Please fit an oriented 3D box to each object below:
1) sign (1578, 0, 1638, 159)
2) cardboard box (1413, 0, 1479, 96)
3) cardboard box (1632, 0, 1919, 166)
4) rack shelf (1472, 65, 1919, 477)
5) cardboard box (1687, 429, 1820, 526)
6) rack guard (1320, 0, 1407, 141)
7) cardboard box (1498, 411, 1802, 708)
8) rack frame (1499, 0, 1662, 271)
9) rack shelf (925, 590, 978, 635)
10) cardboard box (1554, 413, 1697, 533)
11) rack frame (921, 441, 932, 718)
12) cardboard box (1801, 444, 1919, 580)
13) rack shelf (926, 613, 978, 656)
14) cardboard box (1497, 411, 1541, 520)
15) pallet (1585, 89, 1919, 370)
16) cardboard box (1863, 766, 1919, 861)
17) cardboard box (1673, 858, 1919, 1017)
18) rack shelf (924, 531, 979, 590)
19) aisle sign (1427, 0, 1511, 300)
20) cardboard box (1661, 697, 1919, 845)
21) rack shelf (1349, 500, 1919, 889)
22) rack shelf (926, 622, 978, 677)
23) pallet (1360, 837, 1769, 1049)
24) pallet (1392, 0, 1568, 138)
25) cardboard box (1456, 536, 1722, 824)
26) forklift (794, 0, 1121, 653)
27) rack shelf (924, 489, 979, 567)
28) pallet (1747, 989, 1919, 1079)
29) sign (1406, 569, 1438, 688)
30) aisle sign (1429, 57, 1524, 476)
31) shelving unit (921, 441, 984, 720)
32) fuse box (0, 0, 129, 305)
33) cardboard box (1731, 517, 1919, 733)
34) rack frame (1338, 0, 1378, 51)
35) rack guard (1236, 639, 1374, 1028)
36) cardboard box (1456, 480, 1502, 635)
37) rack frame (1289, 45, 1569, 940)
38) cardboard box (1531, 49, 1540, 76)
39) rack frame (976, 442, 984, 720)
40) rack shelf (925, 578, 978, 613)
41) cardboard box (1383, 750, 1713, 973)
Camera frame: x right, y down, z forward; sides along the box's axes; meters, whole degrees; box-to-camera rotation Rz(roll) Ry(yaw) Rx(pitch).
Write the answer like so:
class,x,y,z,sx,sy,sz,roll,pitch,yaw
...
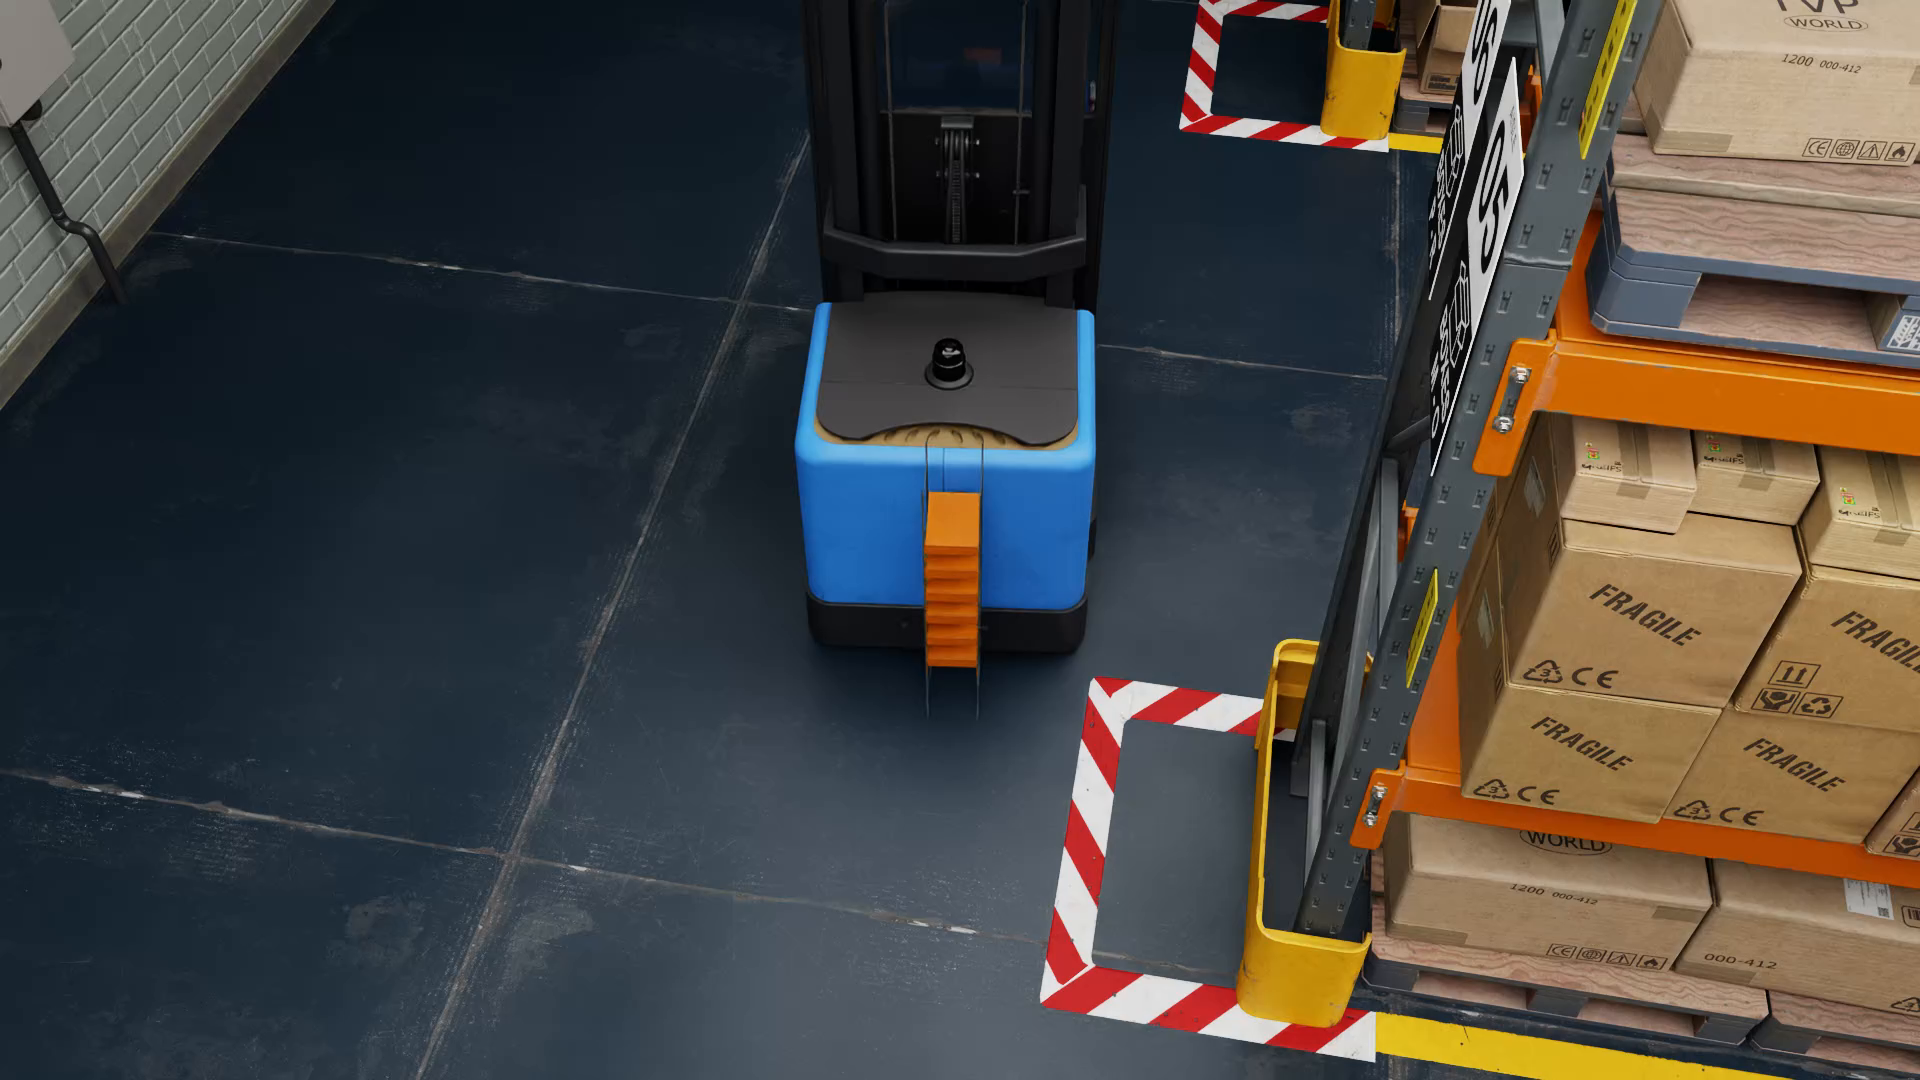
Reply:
class,x,y,z,sx,sy,sz,roll,pitch,yaw
sign,1.077,-0.796,2.763,0.005,0.325,0.100,8,49,7
cardboard box,2.646,-2.670,8.501,0.637,0.503,0.797,6,48,5
cardboard box,1.641,-1.013,3.350,0.500,0.250,0.500,4,48,3
rack shelf,3.150,-0.378,3.512,4.000,0.370,1.077,8,49,7
cardboard box,1.753,-0.233,3.739,0.250,0.149,0.380,9,49,8
rack guard,2.136,-2.669,8.784,0.348,0.500,1.175,8,49,7
cardboard box,1.604,0.024,3.945,0.500,0.500,0.500,7,48,6
rack frame,1.182,-1.886,2.367,0.127,3.000,1.000,8,49,7
rack shelf,-0.023,0.200,5.796,0.180,0.103,0.258,2,48,2
cardboard box,1.482,-0.215,3.723,0.250,0.149,0.380,9,49,8
rack frame,-0.114,0.167,5.765,0.006,1.200,0.240,2,48,2
cardboard box,1.988,-0.114,3.633,0.250,0.149,0.380,9,49,8
rack shelf,-0.023,0.280,5.885,0.180,0.103,0.258,2,48,2
cardboard box,1.699,-0.359,4.288,0.500,0.500,0.500,9,49,8
pallet,1.914,-0.763,3.434,1.213,0.211,1.003,8,49,7
cardboard box,2.603,0.487,4.201,0.500,0.500,0.500,7,48,7
cardboard box,2.751,0.964,5.279,0.875,0.438,0.875,9,49,8
rack shelf,-0.023,0.039,5.617,0.180,0.103,0.258,2,48,2
aisle sign,1.166,-0.986,3.844,0.004,0.787,0.394,8,49,7
cardboard box,2.106,0.406,4.273,0.500,0.500,0.500,7,48,6
rack shelf,3.150,0.624,4.628,4.000,0.370,1.077,8,49,7
rack shelf,-0.023,0.360,5.974,0.180,0.103,0.258,2,48,2
pallet,1.983,1.100,5.592,1.213,0.211,1.003,8,49,7
pallet,2.920,-2.467,8.797,1.213,0.211,1.003,8,49,7
cardboard box,1.603,0.360,4.315,0.500,0.500,0.500,7,48,7
forklift,0.011,-1.646,6.230,1.130,2.935,3.031,2,48,2
rack shelf,-0.023,-0.041,5.528,0.180,0.103,0.258,2,48,2
pallet,3.180,1.263,5.445,1.213,0.211,1.003,8,49,7
sign,1.077,0.209,3.882,0.005,0.325,0.100,8,49,7
aisle sign,1.059,-0.547,3.449,0.004,0.787,0.394,8,49,7
shelving unit,-0.023,0.170,5.762,0.189,1.200,0.258,2,48,2
fuse box,-3.854,-1.697,7.097,0.414,1.711,0.539,8,49,7
cardboard box,2.113,0.087,3.888,0.500,0.500,0.500,6,48,6
rack frame,2.061,-3.514,7.863,0.127,3.000,1.000,8,49,7
rack guard,1.158,0.952,5.531,0.348,0.500,1.175,8,49,7
cardboard box,1.704,-0.044,4.678,0.500,0.500,0.500,8,49,7
rack frame,1.182,0.119,4.598,0.127,3.000,1.000,8,49,7
cardboard box,3.057,-2.467,8.556,0.250,0.149,0.380,6,48,5
rack frame,0.068,0.173,5.760,0.006,1.200,0.240,2,48,2
rack shelf,-0.023,0.120,5.706,0.180,0.103,0.258,2,48,2
cardboard box,1.849,0.850,5.382,0.875,0.438,0.875,6,48,6
